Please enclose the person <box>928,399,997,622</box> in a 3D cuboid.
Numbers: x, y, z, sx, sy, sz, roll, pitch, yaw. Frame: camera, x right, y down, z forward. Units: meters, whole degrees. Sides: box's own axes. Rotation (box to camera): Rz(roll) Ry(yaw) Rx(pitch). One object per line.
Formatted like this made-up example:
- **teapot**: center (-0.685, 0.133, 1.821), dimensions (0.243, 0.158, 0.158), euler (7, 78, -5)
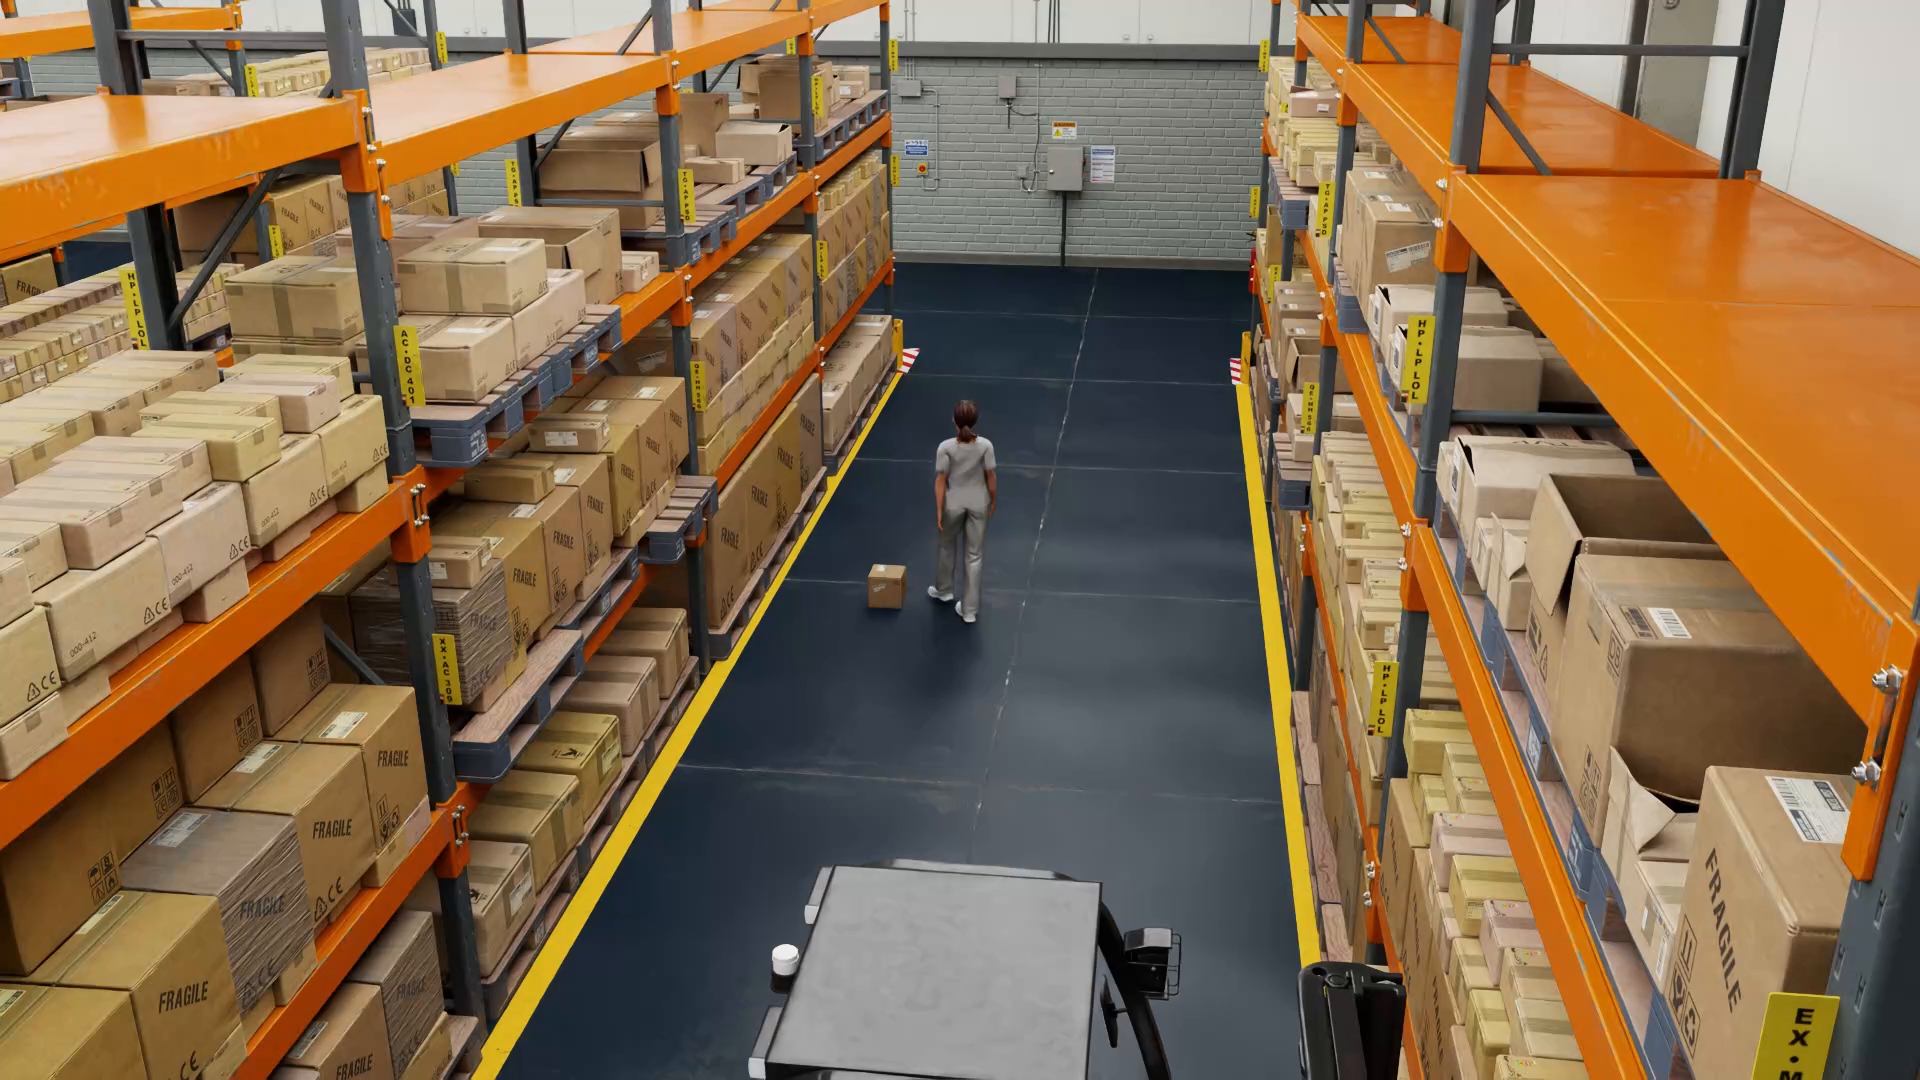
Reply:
- **person**: center (0.018, -0.271, 12.173), dimensions (0.484, 1.659, 0.658), euler (-2, 21, -4)
